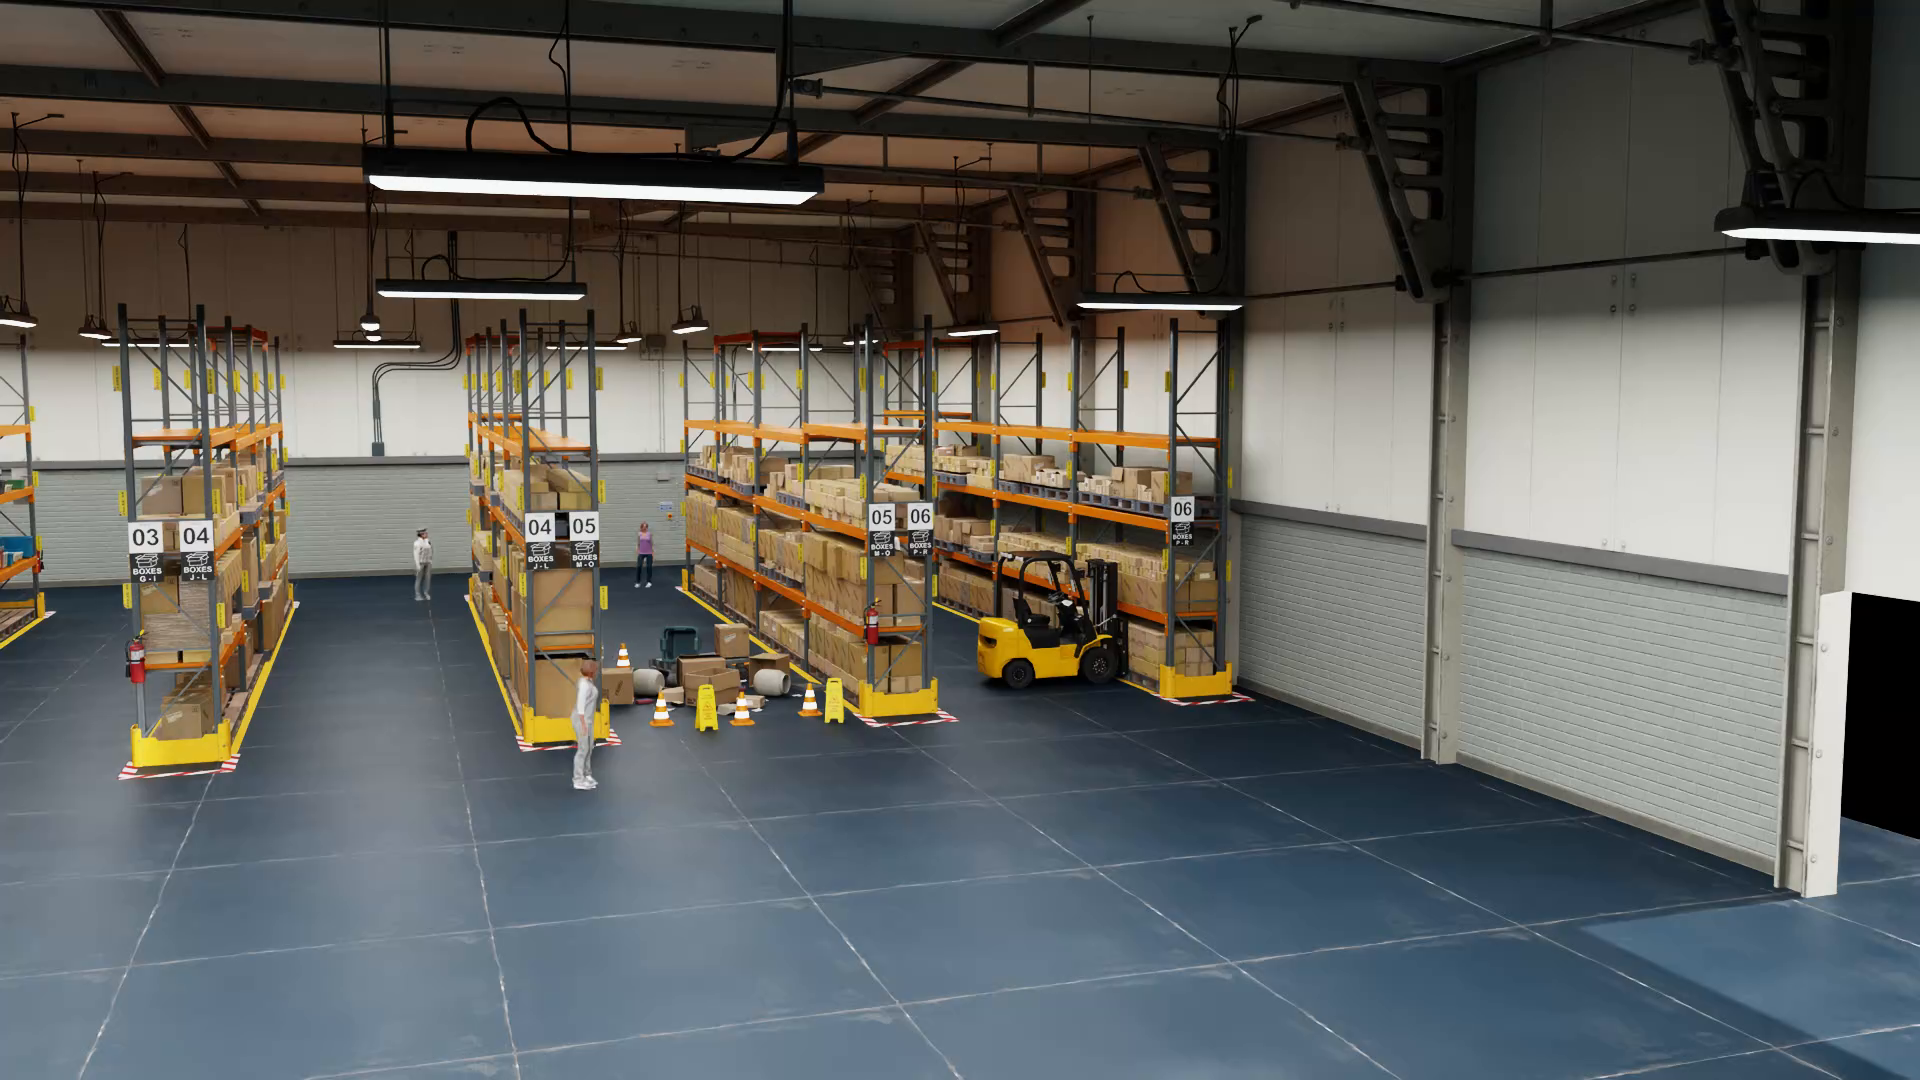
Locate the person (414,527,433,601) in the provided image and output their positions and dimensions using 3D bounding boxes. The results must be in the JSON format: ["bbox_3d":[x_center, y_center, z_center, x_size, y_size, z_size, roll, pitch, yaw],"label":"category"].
[{"bbox_3d":[-12.330,0.549,38.196,0.357,1.694,0.507,4,7,40],"label":"person"}]

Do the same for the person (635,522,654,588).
[{"bbox_3d":[-7.724,0.381,40.690,0.482,1.650,0.345,0,5,-4],"label":"person"}]

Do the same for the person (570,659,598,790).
[{"bbox_3d":[-4.645,2.268,20.579,0.360,1.606,0.475,0,5,-1],"label":"person"}]

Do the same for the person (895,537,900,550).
[{"bbox_3d":[-1.516,0.503,35.235,0.602,1.772,0.592,0,5,5],"label":"person"}]
